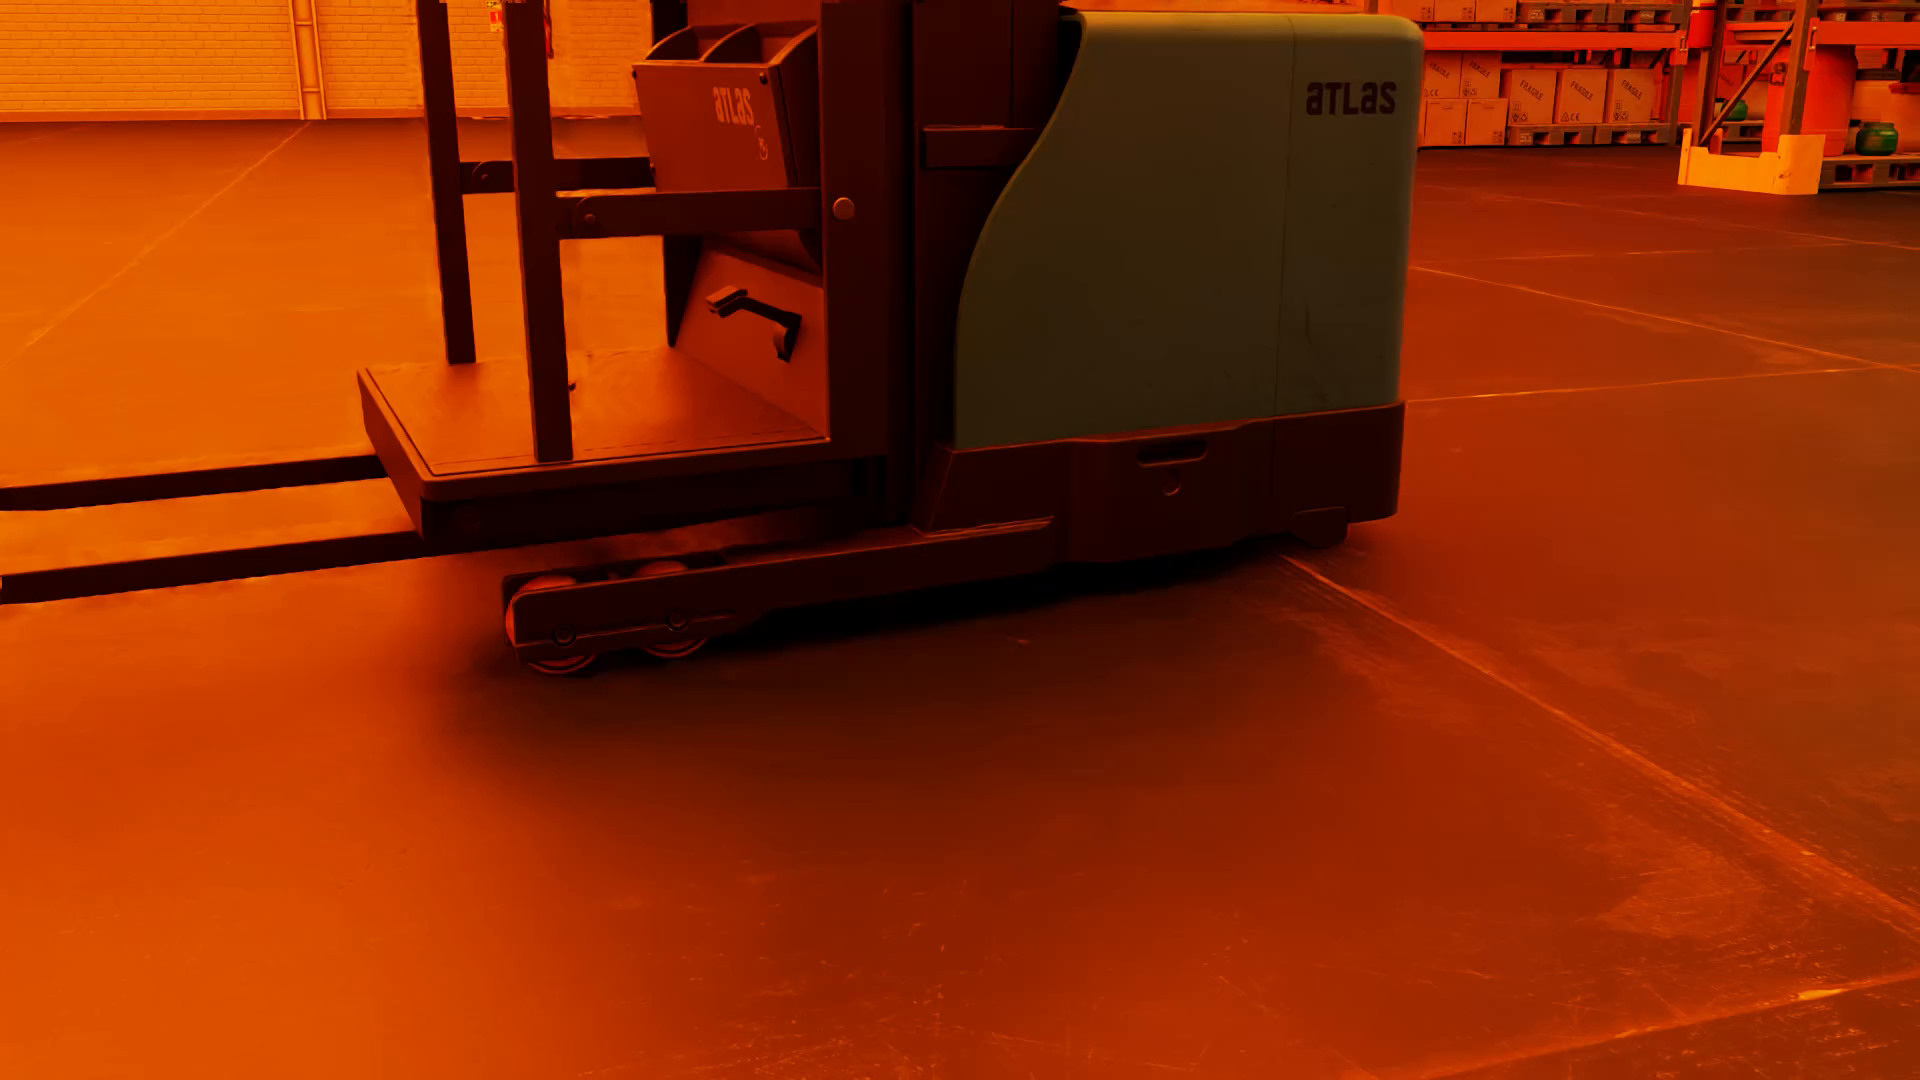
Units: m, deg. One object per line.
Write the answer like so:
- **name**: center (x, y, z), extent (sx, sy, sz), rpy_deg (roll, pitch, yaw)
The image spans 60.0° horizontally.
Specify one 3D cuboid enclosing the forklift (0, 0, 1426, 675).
- **forklift**: center (-0.631, -1.349, 2.957), extent (3.031, 2.935, 1.130), rpy_deg (-7, 18, -24)
